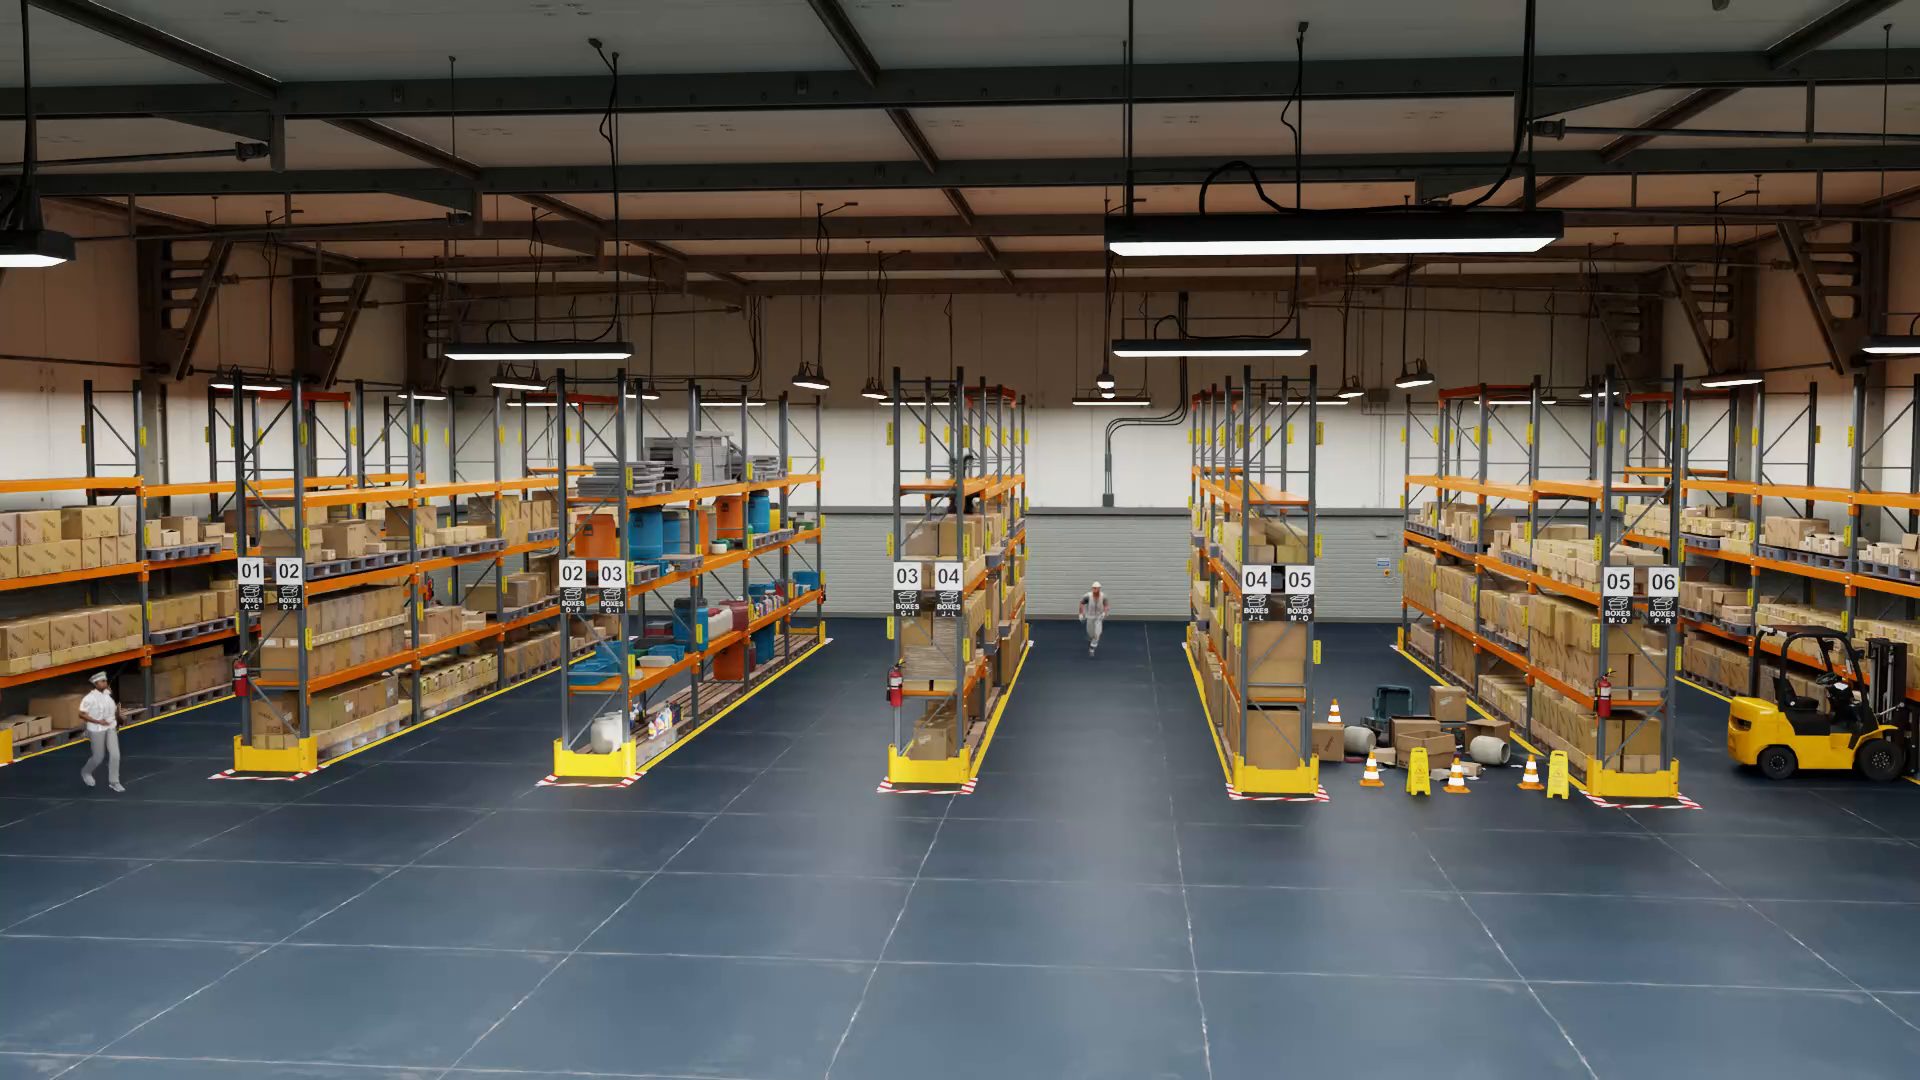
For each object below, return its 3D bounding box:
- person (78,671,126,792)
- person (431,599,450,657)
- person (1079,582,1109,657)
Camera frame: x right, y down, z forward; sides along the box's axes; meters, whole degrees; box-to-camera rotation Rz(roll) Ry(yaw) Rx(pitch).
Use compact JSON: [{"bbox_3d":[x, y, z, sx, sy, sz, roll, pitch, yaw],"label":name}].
[{"bbox_3d":[-12.174,2.712,23.535,0.791,1.731,0.626,1,4,19],"label":"person"},{"bbox_3d":[-11.024,2.032,35.173,0.559,1.604,0.800,1,4,9],"label":"person"},{"bbox_3d":[3.056,1.797,37.887,0.658,1.713,0.704,-1,4,-9],"label":"person"}]
